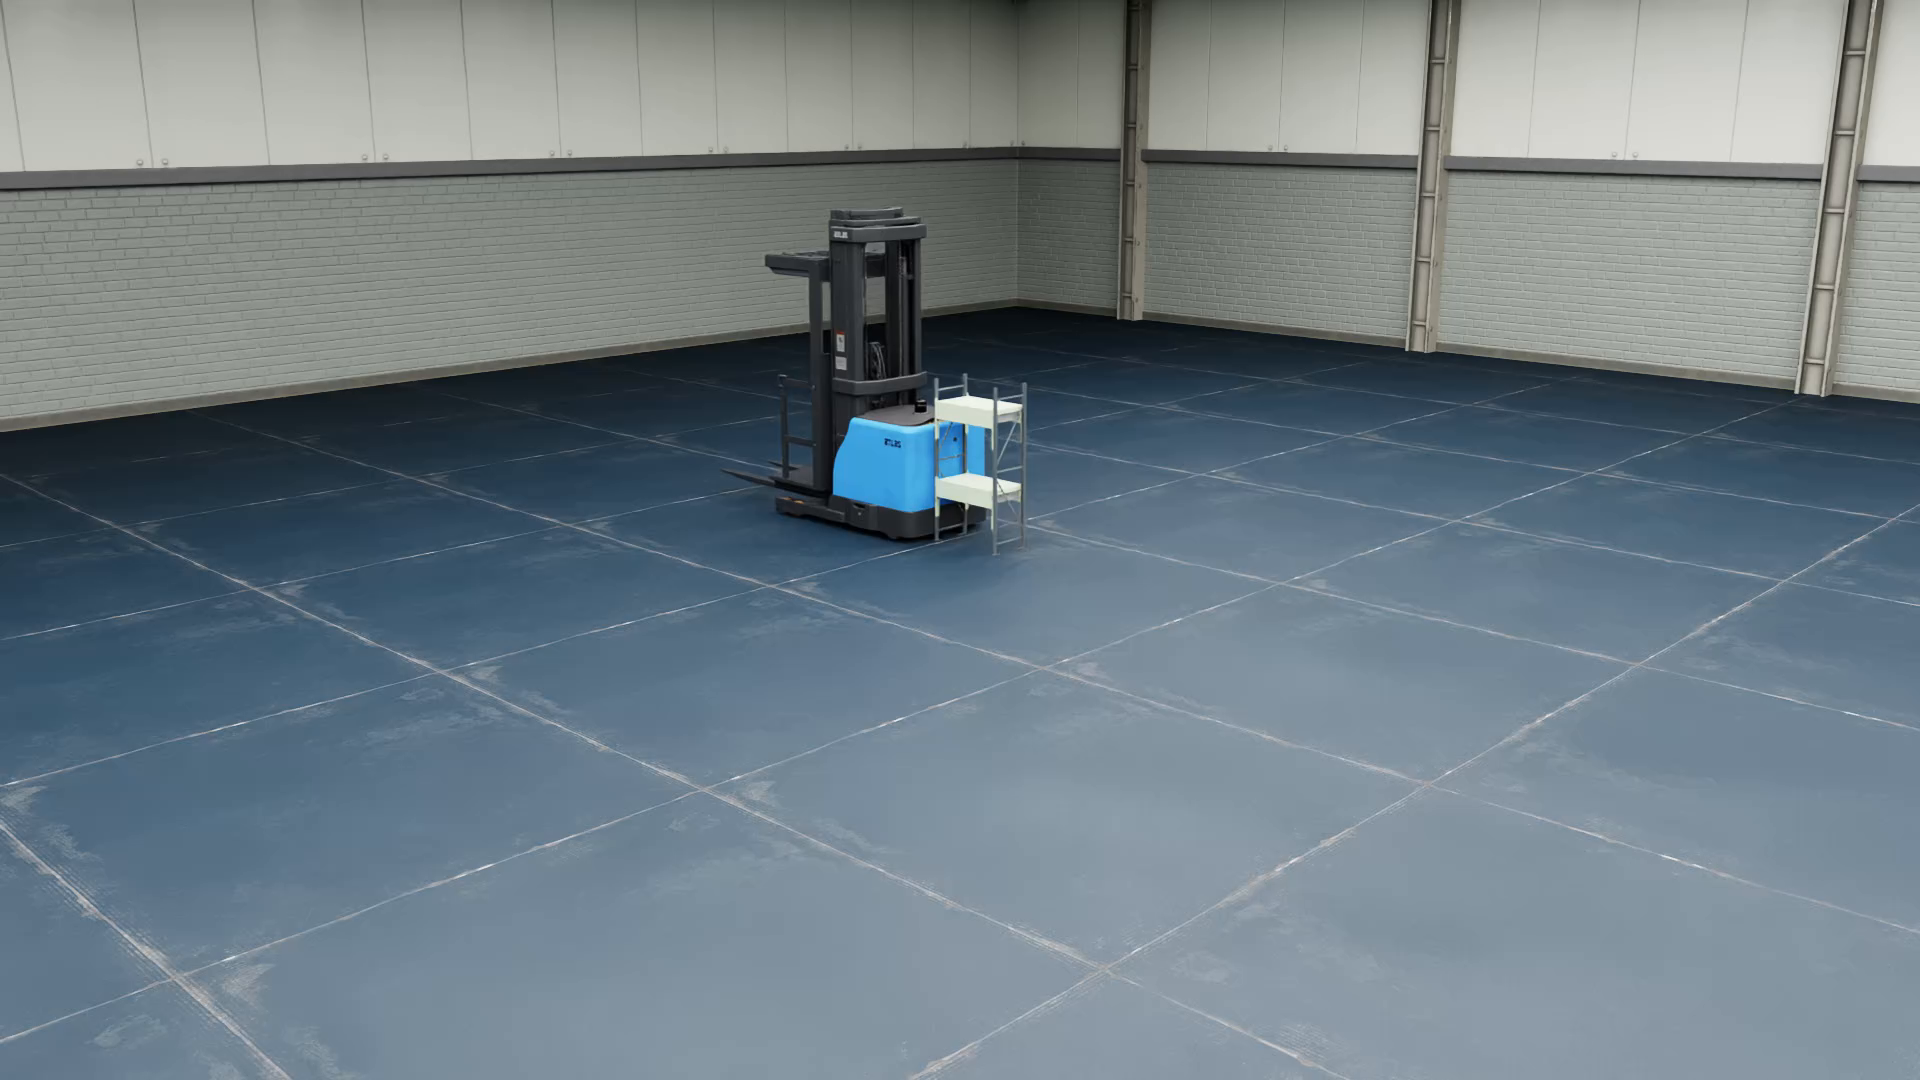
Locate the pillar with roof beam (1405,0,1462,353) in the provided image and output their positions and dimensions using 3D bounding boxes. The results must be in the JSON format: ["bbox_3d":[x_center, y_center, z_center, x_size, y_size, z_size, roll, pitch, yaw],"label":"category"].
[{"bbox_3d":[4.509,-6.652,22.932,0.400,9.000,9.100,14,20,42],"label":"pillar with roof beam"}]

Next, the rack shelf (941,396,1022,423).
[{"bbox_3d":[0.175,-1.154,14.769,0.686,0.124,0.368,14,20,43],"label":"rack shelf"}]

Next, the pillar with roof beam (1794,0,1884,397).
[{"bbox_3d":[8.828,-5.602,18.902,0.400,9.000,9.100,14,20,42],"label":"pillar with roof beam"}]

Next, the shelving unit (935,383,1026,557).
[{"bbox_3d":[0.178,-0.681,14.890,0.748,1.500,0.431,14,20,43],"label":"shelving unit"}]

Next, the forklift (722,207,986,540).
[{"bbox_3d":[-1.155,-1.718,16.029,3.031,2.935,1.130,14,20,43],"label":"forklift"}]

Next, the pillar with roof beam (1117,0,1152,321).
[{"bbox_3d":[0.190,-7.702,26.962,0.400,9.000,9.100,14,20,42],"label":"pillar with roof beam"}]

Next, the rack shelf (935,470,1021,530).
[{"bbox_3d":[0.175,-0.366,14.974,0.720,0.370,0.431,14,20,43],"label":"rack shelf"}]

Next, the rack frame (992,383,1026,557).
[{"bbox_3d":[0.435,-0.617,14.642,0.023,1.500,0.400,14,20,43],"label":"rack frame"}]

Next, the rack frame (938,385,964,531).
[{"bbox_3d":[-0.085,-0.747,15.141,0.010,1.308,0.380,14,20,43],"label":"rack frame"}]
